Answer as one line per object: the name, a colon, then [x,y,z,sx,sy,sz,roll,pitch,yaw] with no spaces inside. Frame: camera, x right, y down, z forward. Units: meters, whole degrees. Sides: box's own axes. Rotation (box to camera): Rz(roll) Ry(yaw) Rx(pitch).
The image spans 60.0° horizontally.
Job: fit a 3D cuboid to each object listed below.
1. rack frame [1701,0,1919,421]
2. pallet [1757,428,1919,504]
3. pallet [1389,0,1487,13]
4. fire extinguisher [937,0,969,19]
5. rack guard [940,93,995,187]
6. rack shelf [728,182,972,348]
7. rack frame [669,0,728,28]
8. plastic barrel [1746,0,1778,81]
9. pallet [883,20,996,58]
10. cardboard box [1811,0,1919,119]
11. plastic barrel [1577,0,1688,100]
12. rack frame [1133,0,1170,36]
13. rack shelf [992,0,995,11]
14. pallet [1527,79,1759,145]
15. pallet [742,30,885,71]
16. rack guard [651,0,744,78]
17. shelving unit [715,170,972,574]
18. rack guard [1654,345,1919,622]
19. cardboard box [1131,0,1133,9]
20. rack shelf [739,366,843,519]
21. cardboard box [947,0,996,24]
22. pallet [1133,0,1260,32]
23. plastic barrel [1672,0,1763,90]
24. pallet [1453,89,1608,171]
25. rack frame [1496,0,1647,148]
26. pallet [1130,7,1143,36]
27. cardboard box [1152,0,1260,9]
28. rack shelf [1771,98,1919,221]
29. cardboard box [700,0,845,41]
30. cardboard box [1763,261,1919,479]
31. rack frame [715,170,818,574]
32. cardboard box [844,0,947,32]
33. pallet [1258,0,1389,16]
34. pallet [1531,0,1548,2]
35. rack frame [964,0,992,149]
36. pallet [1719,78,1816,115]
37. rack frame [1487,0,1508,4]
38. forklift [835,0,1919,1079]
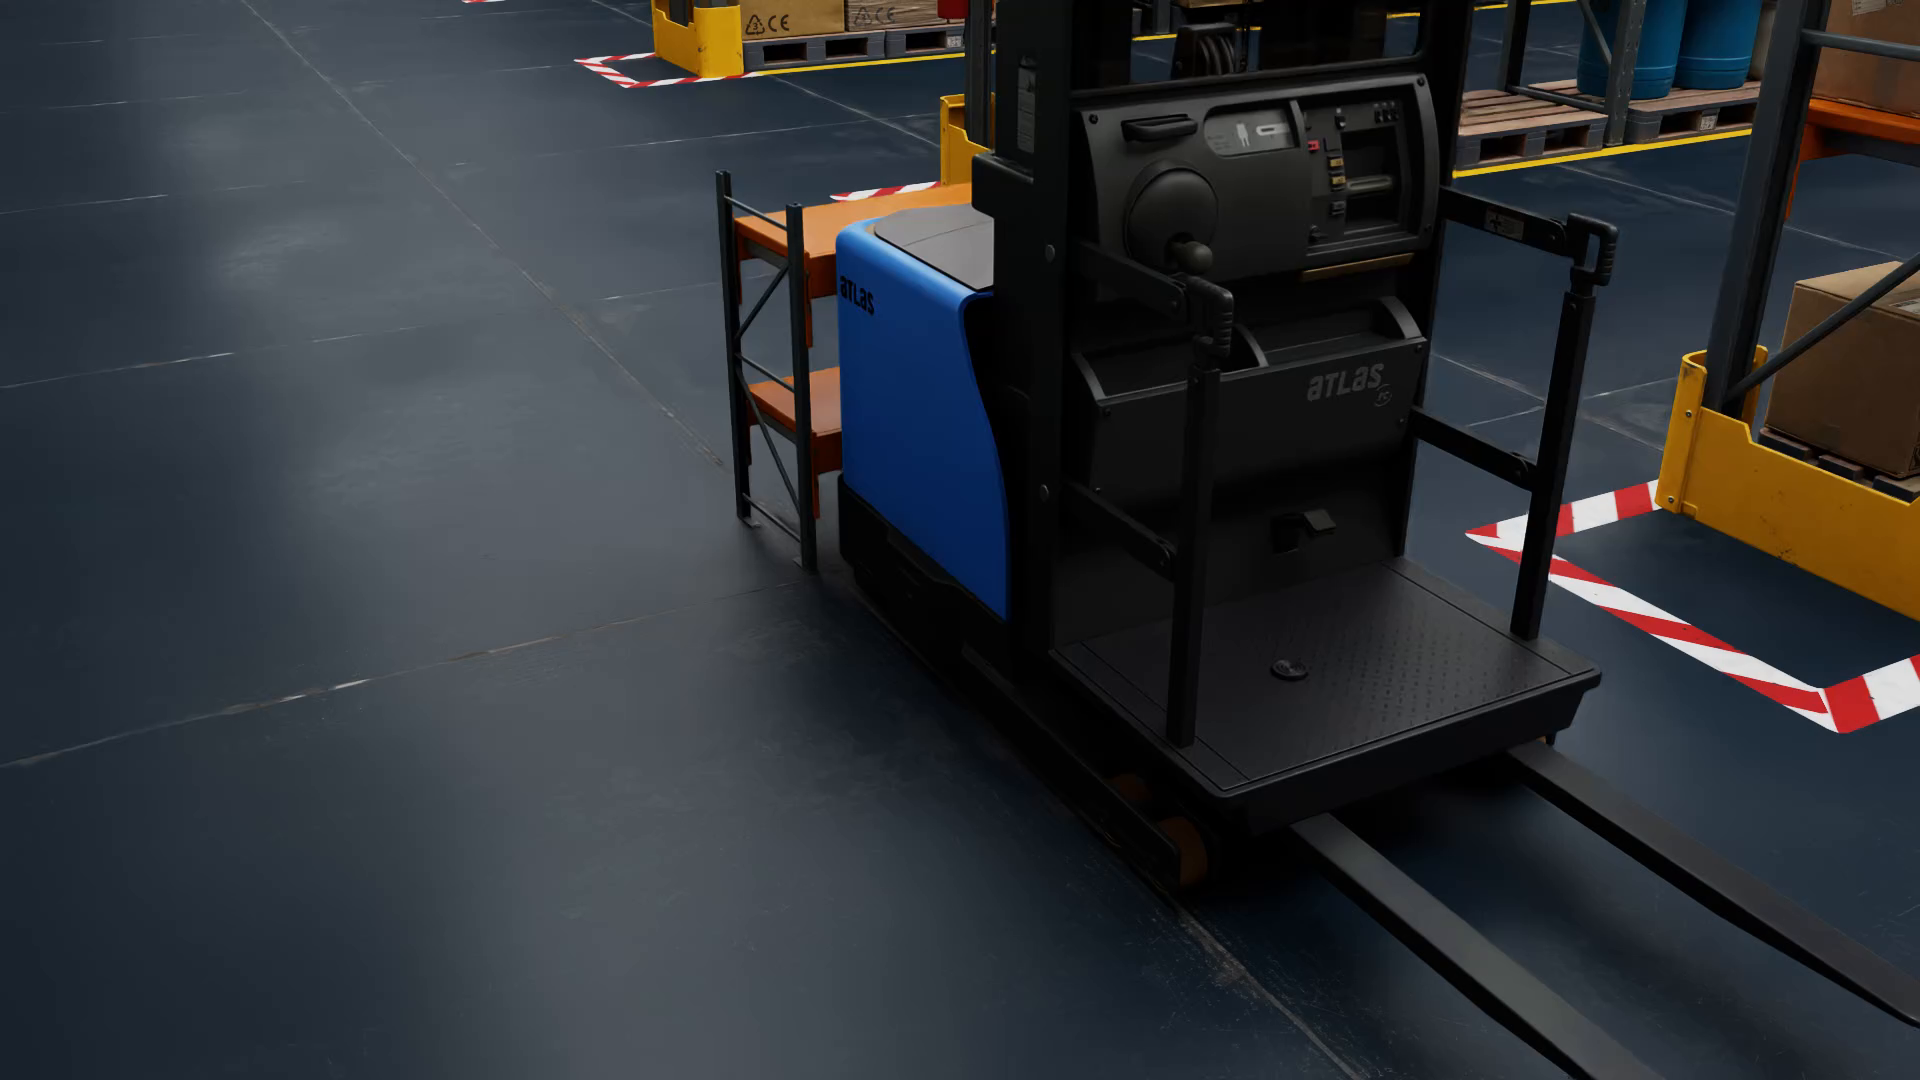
rack frame: [2.638,-1.281,4.452,0.127,3.000,1.000,-13,29,-25]
pallet: [3.408,-0.202,5.427,1.213,0.211,1.003,-13,29,-25]
pallet: [4.308,-5.305,16.056,1.213,0.211,1.003,-13,29,-25]
fire extinguisher: [-0.037,-3.113,8.789,0.183,0.674,0.296,-13,29,-25]
rack guard: [0.295,-2.037,8.914,0.348,0.500,1.175,-13,29,-25]
rack shelf: [-0.151,-0.881,5.108,1.000,0.278,0.538,-15,30,-29]
rack frame: [-2.020,-5.065,12.334,0.127,3.000,1.000,-13,29,-25]
plastic barrel: [5.493,-3.385,11.224,0.421,0.512,0.421,0,26,0]
pallet: [-0.276,-4.247,13.853,1.213,0.211,1.003,-13,29,-25]
cardboard box: [2.905,-1.521,4.837,0.500,0.500,0.500,-12,28,-24]
plastic barrel: [4.328,-3.336,10.671,0.708,0.901,0.600,-13,29,-25]
rack frame: [1.509,-5.880,14.030,0.127,3.000,1.000,-13,29,-25]
rack shelf: [2.075,-3.256,9.398,4.000,0.370,1.077,-13,29,-25]
pallet: [4.540,-2.872,10.988,1.213,0.211,1.003,-13,29,-25]
pallet: [-1.352,-4.001,13.339,1.213,0.211,1.003,-13,29,-25]
rack guard: [-2.041,-3.933,12.864,0.348,0.500,1.175,-13,29,-25]
shelving unit: [-0.151,-0.617,5.235,1.048,1.125,0.538,-15,30,-29]
rack guard: [2.705,-0.169,5.025,0.348,0.500,1.175,-13,29,-25]
cardboard box: [0.889,-5.007,14.183,0.875,0.875,0.875,-13,29,-25]
rack shelf: [-0.151,-0.396,5.341,1.000,0.278,0.538,-15,30,-29]
cardboard box: [0.095,-4.824,13.801,0.875,0.875,0.875,-13,29,-25]
pallet: [2.155,-4.808,15.021,1.213,0.211,1.003,-13,29,-25]
plastic barrel: [4.953,-3.480,10.972,0.708,0.901,0.600,-13,29,-25]
pallet: [3.209,-2.566,10.351,1.213,0.211,1.003,-13,29,-25]
rack frame: [3.840,-3.988,10.091,0.127,3.000,1.000,-13,29,-25]
pallet: [0.801,-4.498,14.374,1.213,0.211,1.003,-13,29,-25]
cardboard box: [2.065,-5.249,14.687,0.875,0.875,1.225,-13,29,-25]
rack shelf: [4.403,-1.364,5.456,4.000,0.370,1.077,-13,29,-25]
cardboard box: [-1.493,-4.457,13.038,0.875,0.875,0.875,-13,29,-25]
cardboard box: [3.002,-0.557,5.325,0.500,0.500,0.500,-13,29,-25]
rack frame: [-0.579,-0.499,4.989,0.032,1.125,0.500,-15,30,-29]
cardboard box: [-0.690,-4.643,13.424,0.875,0.875,0.875,-13,29,-25]
pallet: [3.232,-5.059,15.542,1.213,0.211,1.003,-13,29,-25]
pallet: [5.729,-5.596,16.661,1.213,0.211,1.003,-13,29,-25]
rack frame: [0.310,-3.173,8.394,0.127,3.000,1.000,-13,29,-25]
pallet: [5.618,-3.122,11.509,1.213,0.211,1.003,-13,29,-25]
rack frame: [5.039,-6.694,15.727,0.127,3.000,1.000,-13,29,-25]
forklift: [0.776,-0.771,3.469,1.130,2.935,3.031,-13,29,-25]
